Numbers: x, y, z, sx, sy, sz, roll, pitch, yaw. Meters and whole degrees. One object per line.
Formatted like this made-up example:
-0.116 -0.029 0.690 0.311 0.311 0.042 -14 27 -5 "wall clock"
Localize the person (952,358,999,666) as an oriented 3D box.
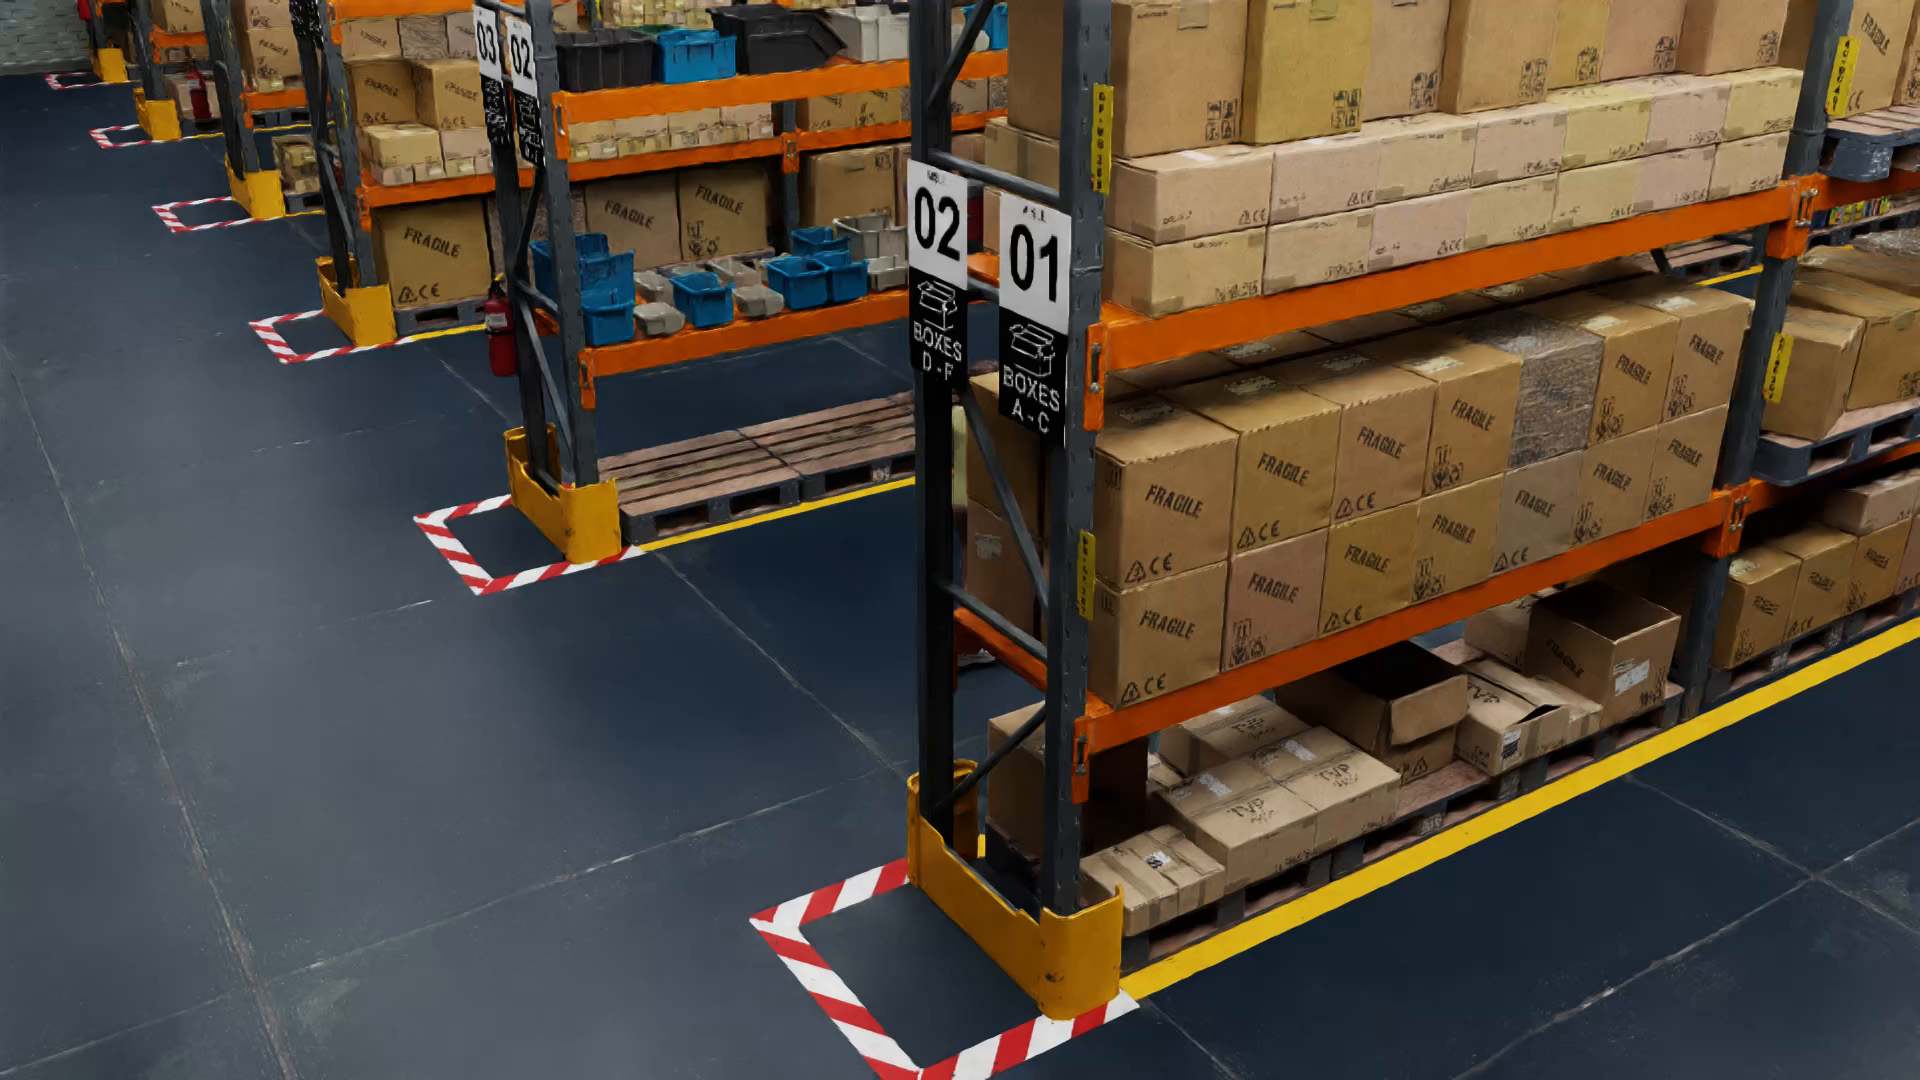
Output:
0.114 -0.194 9.049 0.526 1.630 0.798 16 29 30 "person"
